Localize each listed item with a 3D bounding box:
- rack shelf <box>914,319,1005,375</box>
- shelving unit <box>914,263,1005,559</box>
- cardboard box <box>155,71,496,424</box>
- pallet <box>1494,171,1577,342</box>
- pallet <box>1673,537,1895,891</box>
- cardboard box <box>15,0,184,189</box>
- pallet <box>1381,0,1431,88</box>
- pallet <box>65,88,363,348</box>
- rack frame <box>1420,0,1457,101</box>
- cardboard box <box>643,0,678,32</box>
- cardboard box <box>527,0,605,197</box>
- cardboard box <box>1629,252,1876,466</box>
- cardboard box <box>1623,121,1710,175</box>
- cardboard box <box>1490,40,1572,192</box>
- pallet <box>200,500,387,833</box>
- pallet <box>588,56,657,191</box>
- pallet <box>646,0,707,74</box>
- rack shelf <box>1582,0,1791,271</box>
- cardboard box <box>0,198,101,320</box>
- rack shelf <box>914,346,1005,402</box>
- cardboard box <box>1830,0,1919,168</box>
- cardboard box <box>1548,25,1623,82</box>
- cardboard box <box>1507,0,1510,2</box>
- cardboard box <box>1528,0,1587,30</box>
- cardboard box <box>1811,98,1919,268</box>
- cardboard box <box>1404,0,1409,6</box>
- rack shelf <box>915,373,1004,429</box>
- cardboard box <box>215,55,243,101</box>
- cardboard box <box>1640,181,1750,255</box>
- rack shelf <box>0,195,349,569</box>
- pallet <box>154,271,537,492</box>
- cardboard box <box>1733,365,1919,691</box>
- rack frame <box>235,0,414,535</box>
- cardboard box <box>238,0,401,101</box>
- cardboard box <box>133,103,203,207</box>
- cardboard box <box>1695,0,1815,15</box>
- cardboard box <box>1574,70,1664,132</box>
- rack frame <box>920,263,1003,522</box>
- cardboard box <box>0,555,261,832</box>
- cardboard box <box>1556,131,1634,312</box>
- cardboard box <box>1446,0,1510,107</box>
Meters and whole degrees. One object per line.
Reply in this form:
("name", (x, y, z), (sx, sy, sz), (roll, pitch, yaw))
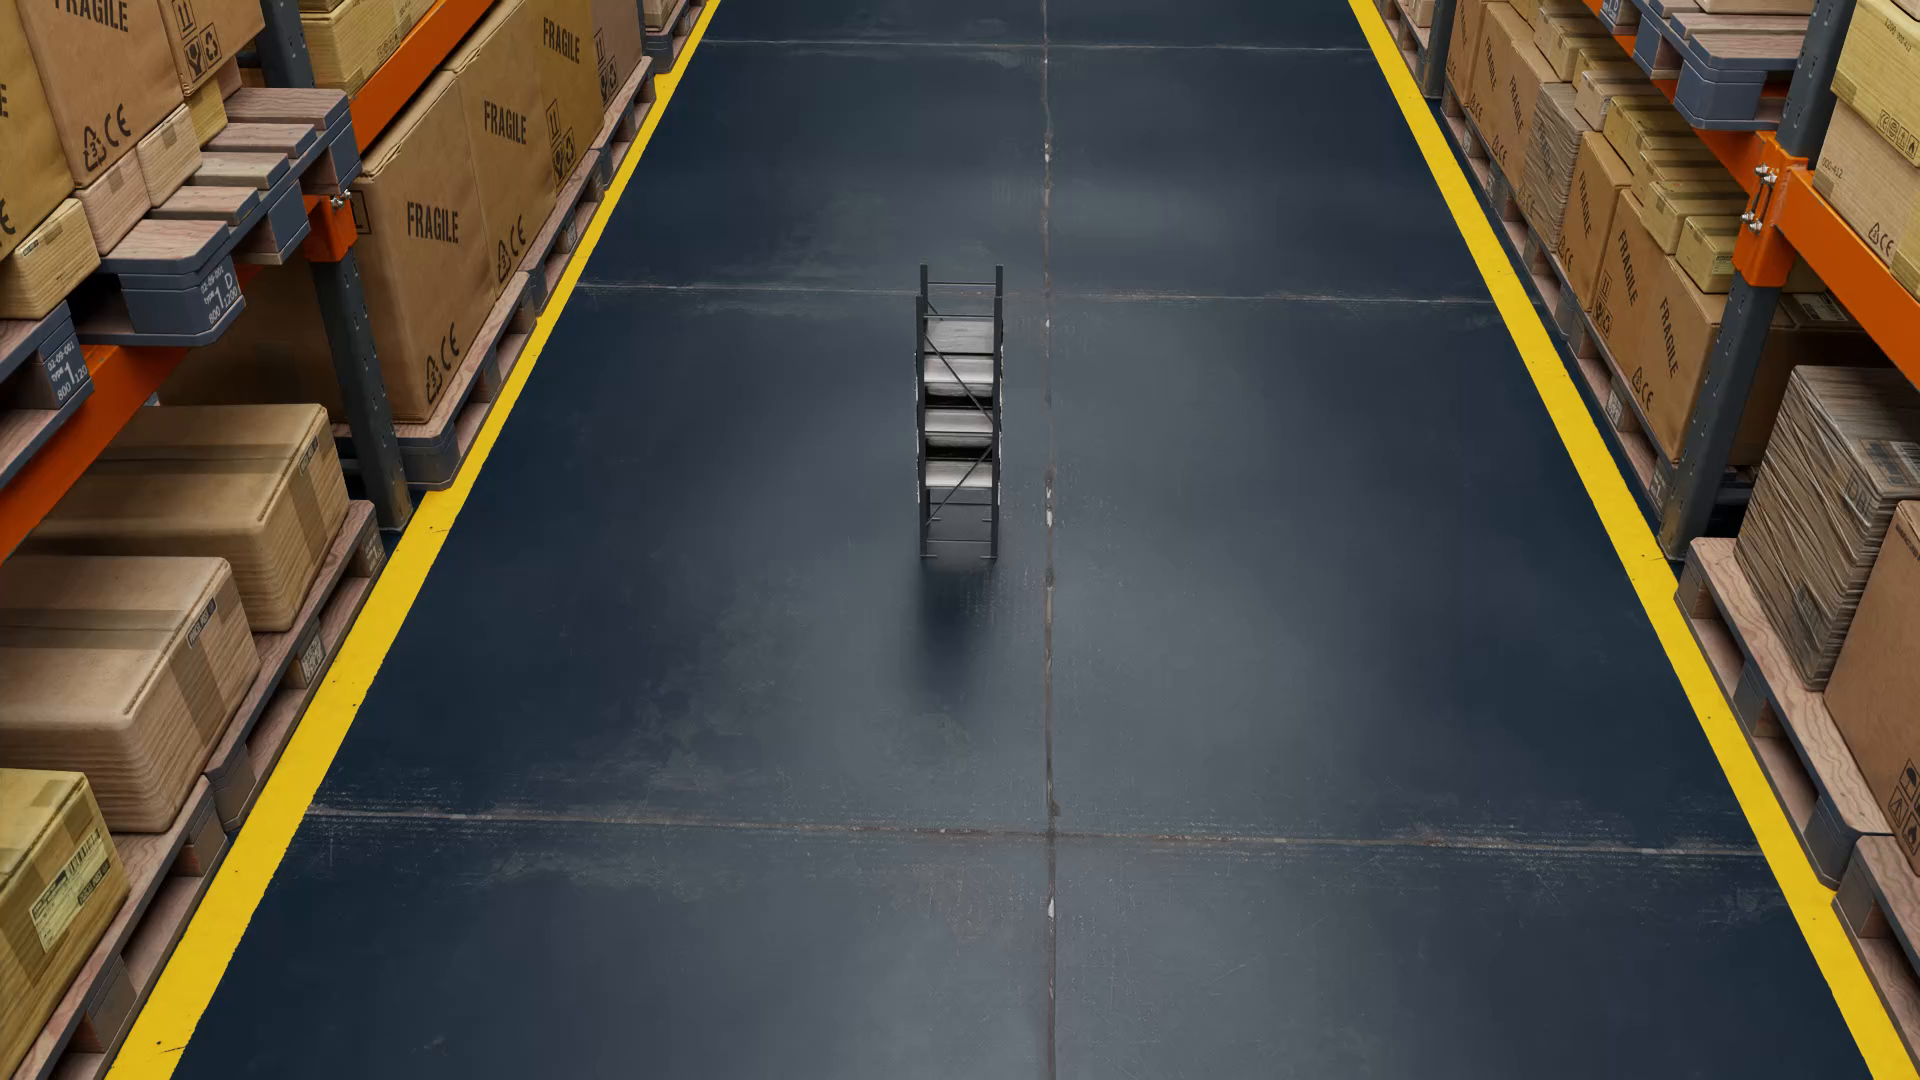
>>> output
("rack shelf", (0.000, -0.566, 4.862), (0.258, 0.077, 0.200), (1, 35, 2))
("shelving unit", (0.000, -0.373, 4.998), (0.258, 0.900, 0.210), (1, 35, 2))
("cardboard box", (-2.156, -0.990, 5.532), (0.875, 0.875, 0.875), (1, 35, 1))
("pallet", (2.813, -1.166, 6.726), (1.003, 0.211, 1.213), (1, 35, 2))
("pallet", (2.621, 0.433, 4.450), (1.003, 0.211, 1.213), (1, 35, 2))
("cardboard box", (-2.017, -1.062, 3.441), (0.500, 0.500, 0.500), (1, 35, 1))
("pallet", (2.882, -2.731, 8.953), (1.003, 0.211, 1.213), (1, 35, 2))
("pallet", (-2.189, -0.802, 3.949), (1.213, 0.211, 1.003), (1, 35, 2))
("rack frame", (2.854, -3.478, 7.590), (1.000, 3.000, 0.127), (1, 35, 2))
("cardboard box", (-1.973, -3.072, 8.876), (0.875, 0.438, 0.875), (1, 35, 1))
("cardboard box", (-2.079, -2.016, 6.992), (0.875, 0.875, 0.875), (2, 35, 3))
("cardboard box", (2.495, -0.577, 5.271), (0.500, 0.500, 0.500), (2, 35, 3))
("cardboard box", (2.551, -1.342, 5.796), (0.380, 0.149, 0.250), (2, 35, 3))
("cardboard box", (2.574, -1.761, 6.956), (0.500, 0.500, 0.500), (0, 35, 0))
("pallet", (-2.299, 0.298, 4.643), (1.003, 0.211, 1.213), (1, 35, 2))
("pallet", (-2.062, -2.004, 7.918), (1.003, 0.211, 1.213), (1, 35, 2))
("pallet", (-1.997, -2.885, 9.171), (1.003, 0.211, 1.213), (1, 35, 2))
("rack shelf", (2.774, -2.034, 6.162), (1.077, 0.370, 4.000), (1, 35, 2))
("cardboard box", (-1.964, -0.563, 3.296), (0.380, 0.149, 0.250), (2, 35, 3))
("rack shelf", (0.000, -0.493, 4.914), (0.258, 0.077, 0.200), (1, 35, 2))
("cardboard box", (2.406, -1.074, 3.865), (0.500, 0.250, 0.500), (1, 35, 2))
("cardboard box", (2.584, -1.941, 6.647), (0.380, 0.149, 0.250), (3, 35, 4))
("cardboard box", (2.640, -2.532, 7.488), (0.380, 0.149, 0.250), (0, 35, 1))
("cardboard box", (2.643, -2.226, 7.053), (0.380, 0.149, 0.250), (1, 35, 1))
("cardboard box", (2.431, -0.869, 4.008), (0.500, 0.250, 0.500), (1, 35, 2))
("cardboard box", (2.597, -3.063, 9.012), (0.396, 0.266, 0.258), (3, 35, 4))
("rack shelf", (0.000, -0.419, 4.965), (0.258, 0.077, 0.200), (1, 35, 2))
("cardboard box", (-2.045, -1.167, 4.156), (0.380, 0.149, 0.250), (3, 35, 4))
("cardboard box", (2.440, -1.041, 5.368), (0.380, 0.149, 0.250), (0, 35, -1))
("rack shelf", (-2.347, 0.151, 3.052), (1.077, 0.370, 4.000), (1, 35, 2))
("pallet", (-2.160, -0.603, 5.924), (1.003, 0.211, 1.213), (1, 35, 2))
("cardboard box", (2.654, -0.022, 4.373), (0.875, 0.625, 0.625), (2, 35, 3))
("rack frame", (-2.267, -1.292, 4.480), (1.000, 3.000, 0.127), (1, 35, 2))
("cardboard box", (-1.996, -1.506, 4.915), (0.500, 0.250, 0.500), (1, 35, 1))
("cardboard box", (-1.948, -0.866, 3.727), (0.380, 0.149, 0.250), (1, 35, 1))
("cardboard box", (2.336, -1.635, 4.821), (0.380, 0.149, 0.250), (2, 35, 3))
("cardboard box", (2.541, -1.645, 6.227), (0.380, 0.149, 0.250), (0, 35, 0))
("rack frame", (0.004, -0.431, 5.081), (0.240, 0.900, 0.006), (1, 35, 2))
("cardboard box", (-2.321, 0.360, 4.050), (0.950, 0.372, 0.625), (1, 35, 1))
("cardboard box", (2.544, -1.165, 6.107), (0.500, 0.500, 0.500), (3, 35, 4))
("cardboard box", (2.610, -2.354, 7.800), (0.500, 0.500, 0.500), (3, 35, 4))
